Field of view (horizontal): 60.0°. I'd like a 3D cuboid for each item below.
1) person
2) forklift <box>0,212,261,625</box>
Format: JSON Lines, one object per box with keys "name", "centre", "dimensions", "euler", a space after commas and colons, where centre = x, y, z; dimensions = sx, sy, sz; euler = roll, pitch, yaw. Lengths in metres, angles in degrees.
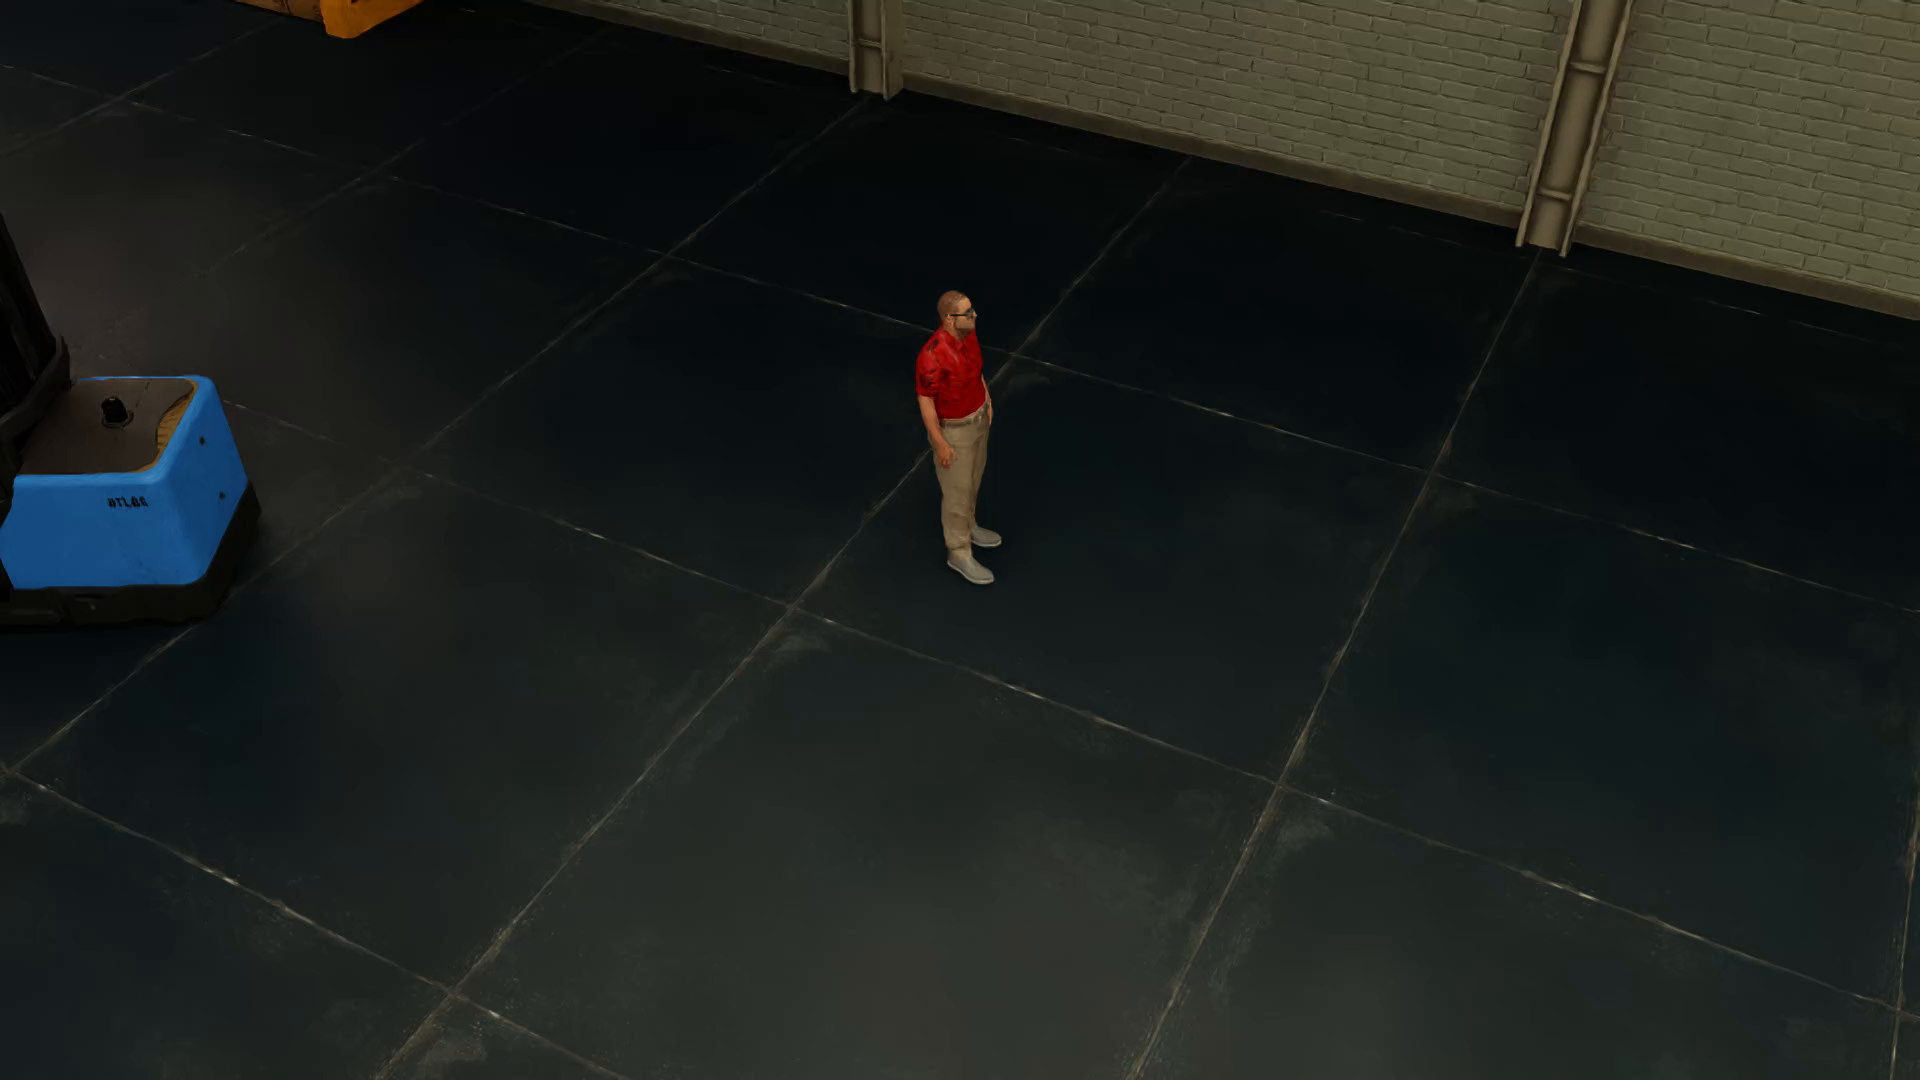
{"name": "person", "centre": [0.074, -0.634, 9.660], "dimensions": [0.550, 1.727, 0.640], "euler": [18, 43, 21]}
{"name": "forklift", "centre": [-5.851, -0.927, 9.087], "dimensions": [3.031, 2.935, 1.130], "euler": [-1, 40, -2]}
